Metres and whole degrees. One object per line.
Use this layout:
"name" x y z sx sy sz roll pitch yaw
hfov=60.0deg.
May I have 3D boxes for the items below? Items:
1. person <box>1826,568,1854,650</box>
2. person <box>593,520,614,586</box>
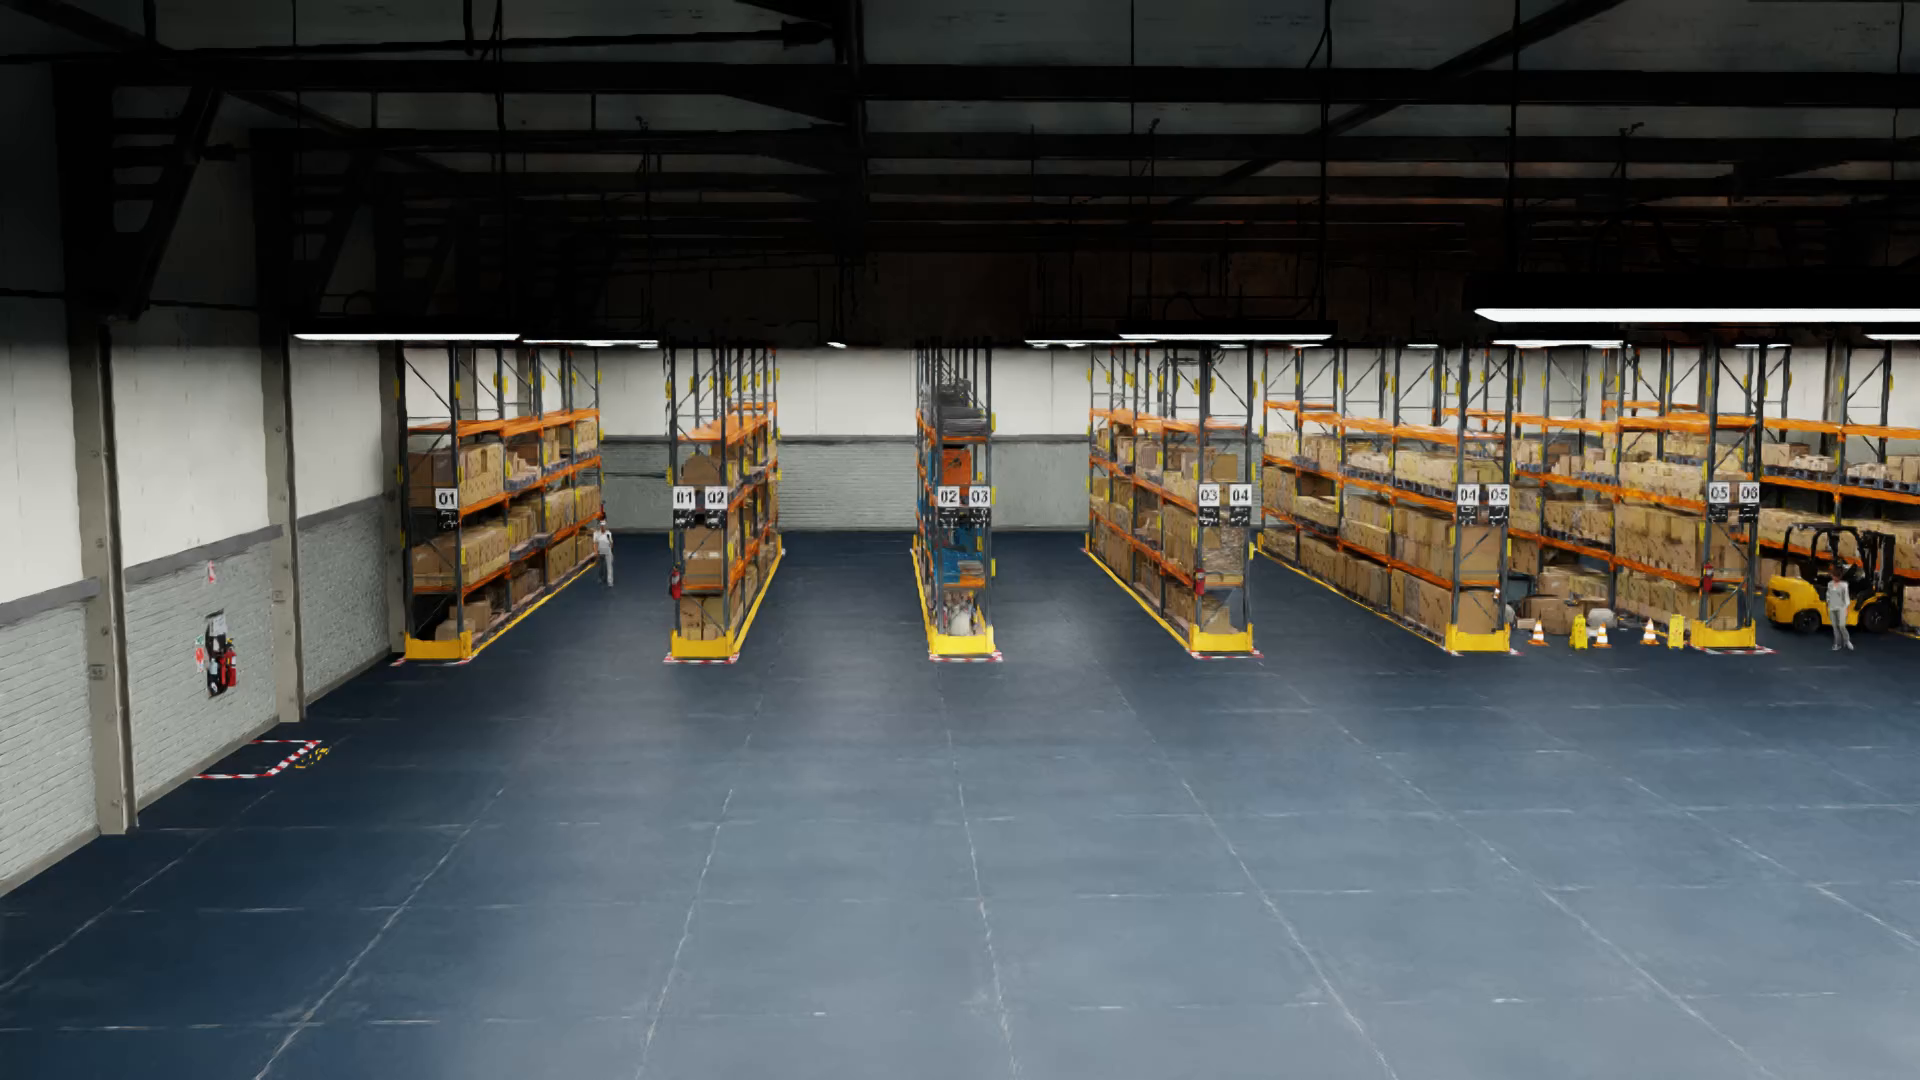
"person" 16.799 1.325 31.739 0.397 1.589 0.550 -5 8 -36
"person" -8.704 0.310 40.580 0.490 1.597 0.999 -1 7 -11
